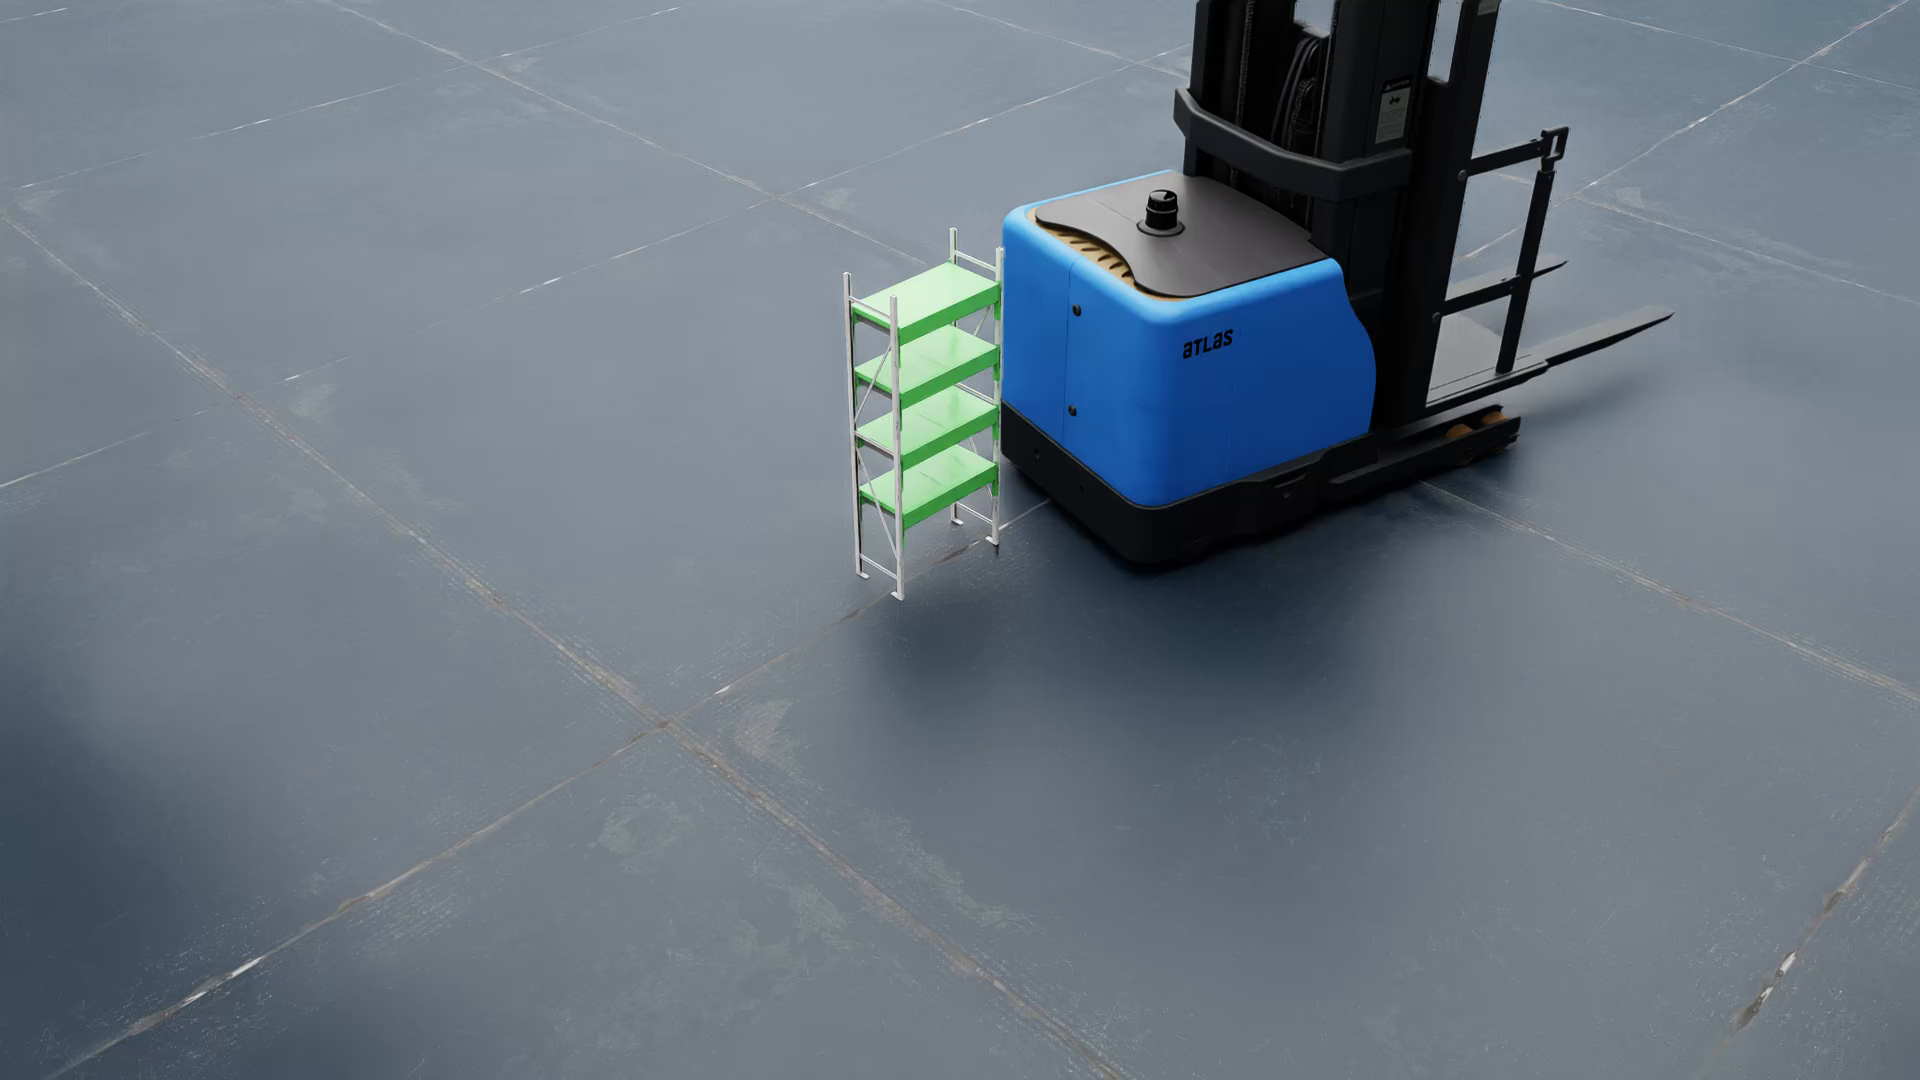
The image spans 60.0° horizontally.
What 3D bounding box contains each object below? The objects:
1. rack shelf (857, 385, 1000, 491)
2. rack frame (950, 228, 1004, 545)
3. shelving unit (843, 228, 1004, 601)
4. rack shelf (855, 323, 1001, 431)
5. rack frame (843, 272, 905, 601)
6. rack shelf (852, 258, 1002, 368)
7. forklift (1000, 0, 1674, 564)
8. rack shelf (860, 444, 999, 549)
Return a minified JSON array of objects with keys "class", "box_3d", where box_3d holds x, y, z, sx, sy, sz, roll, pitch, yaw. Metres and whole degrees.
[{"class":"rack shelf","box_3d":[-0.117,-0.373,5.847,0.258,0.148,0.480,30,45,35]},{"class":"rack frame","box_3d":[0.055,-0.524,5.952,0.240,1.200,0.015,30,45,35]},{"class":"shelving unit","box_3d":[-0.117,-0.425,5.810,0.258,1.200,0.503,30,45,35]},{"class":"rack shelf","box_3d":[-0.117,-0.569,5.710,0.258,0.148,0.480,30,45,35]},{"class":"rack frame","box_3d":[-0.289,-0.326,5.668,0.240,1.200,0.015,30,45,35]},{"class":"rack shelf","box_3d":[-0.117,-0.766,5.572,0.258,0.148,0.480,30,45,35]},{"class":"forklift","box_3d":[1.670,-1.738,6.179,3.031,2.935,1.130,-19,39,-25]},{"class":"rack shelf","box_3d":[-0.117,-0.176,5.984,0.258,0.148,0.480,30,45,35]}]
